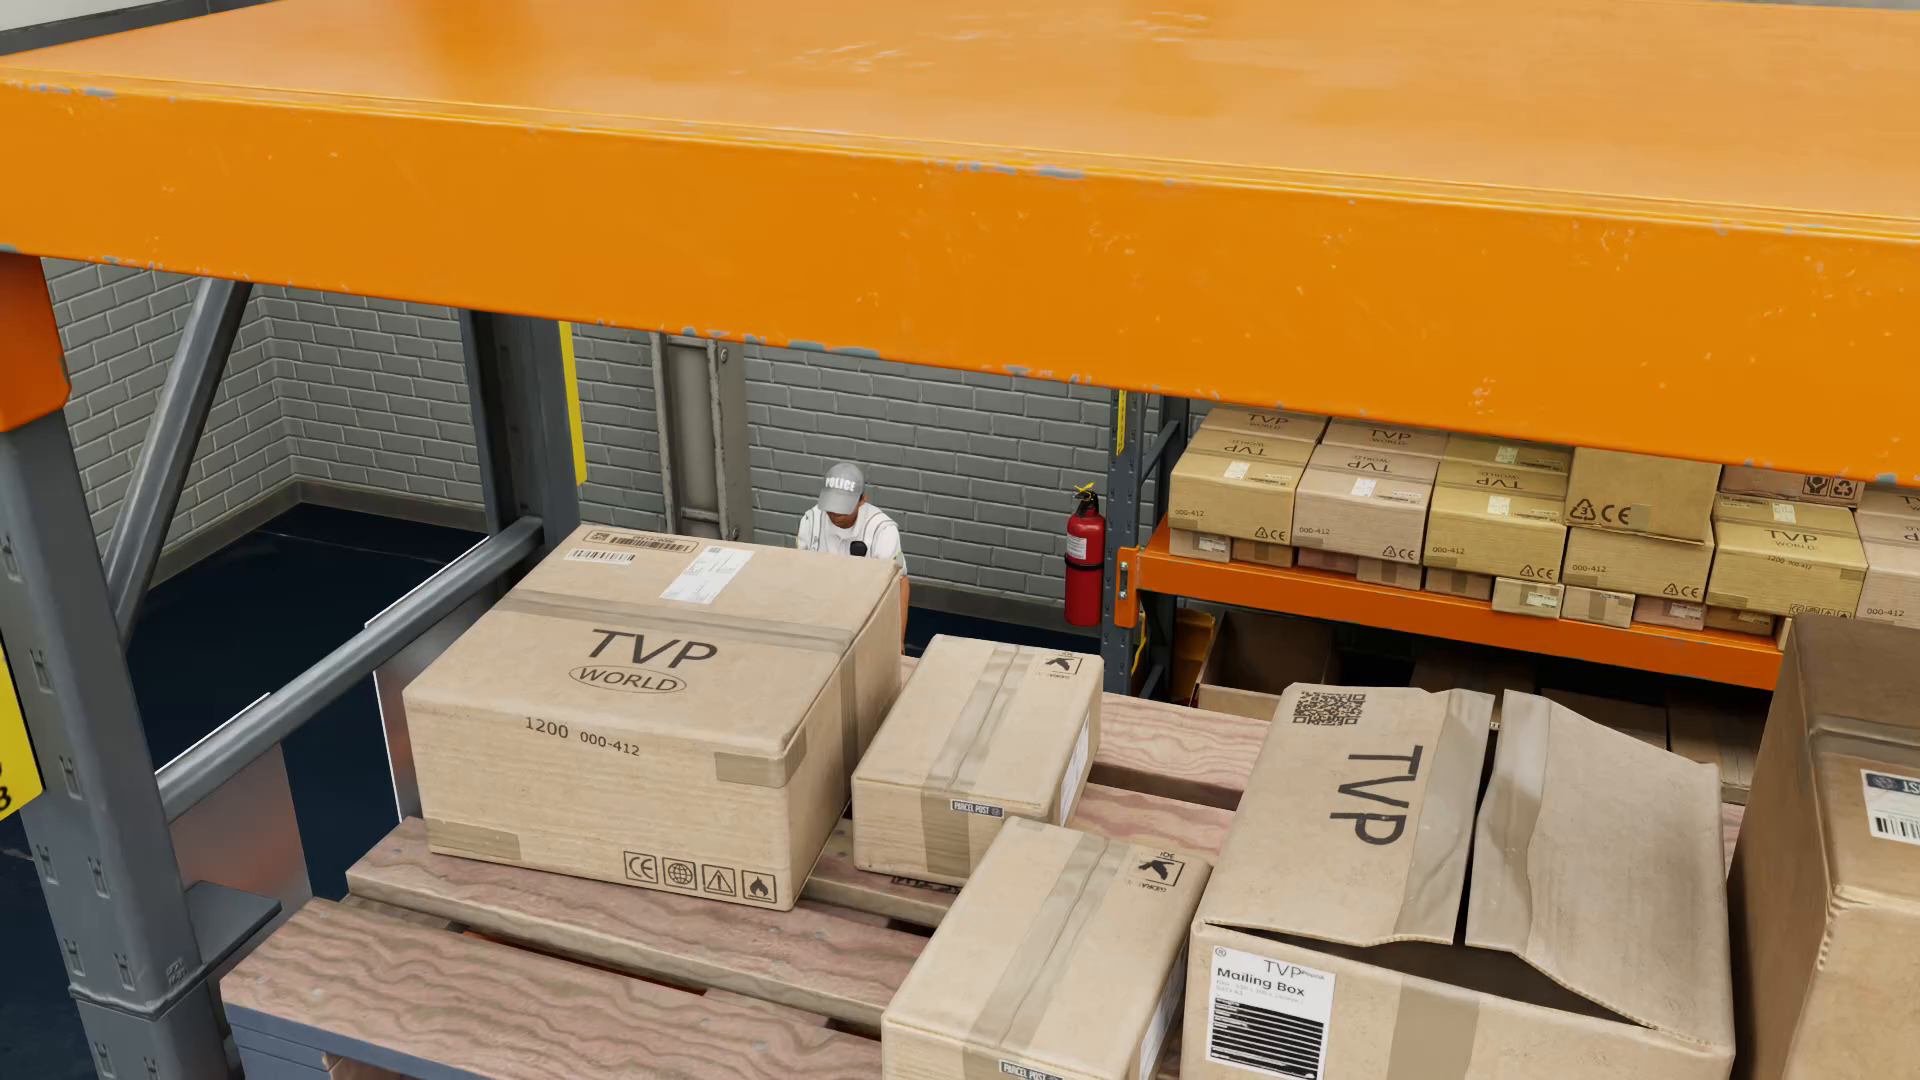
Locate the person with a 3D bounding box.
[{"bbox_3d":[-0.502,0.410,7.261,0.558,1.665,0.468,7,27,14],"label":"person"}]
